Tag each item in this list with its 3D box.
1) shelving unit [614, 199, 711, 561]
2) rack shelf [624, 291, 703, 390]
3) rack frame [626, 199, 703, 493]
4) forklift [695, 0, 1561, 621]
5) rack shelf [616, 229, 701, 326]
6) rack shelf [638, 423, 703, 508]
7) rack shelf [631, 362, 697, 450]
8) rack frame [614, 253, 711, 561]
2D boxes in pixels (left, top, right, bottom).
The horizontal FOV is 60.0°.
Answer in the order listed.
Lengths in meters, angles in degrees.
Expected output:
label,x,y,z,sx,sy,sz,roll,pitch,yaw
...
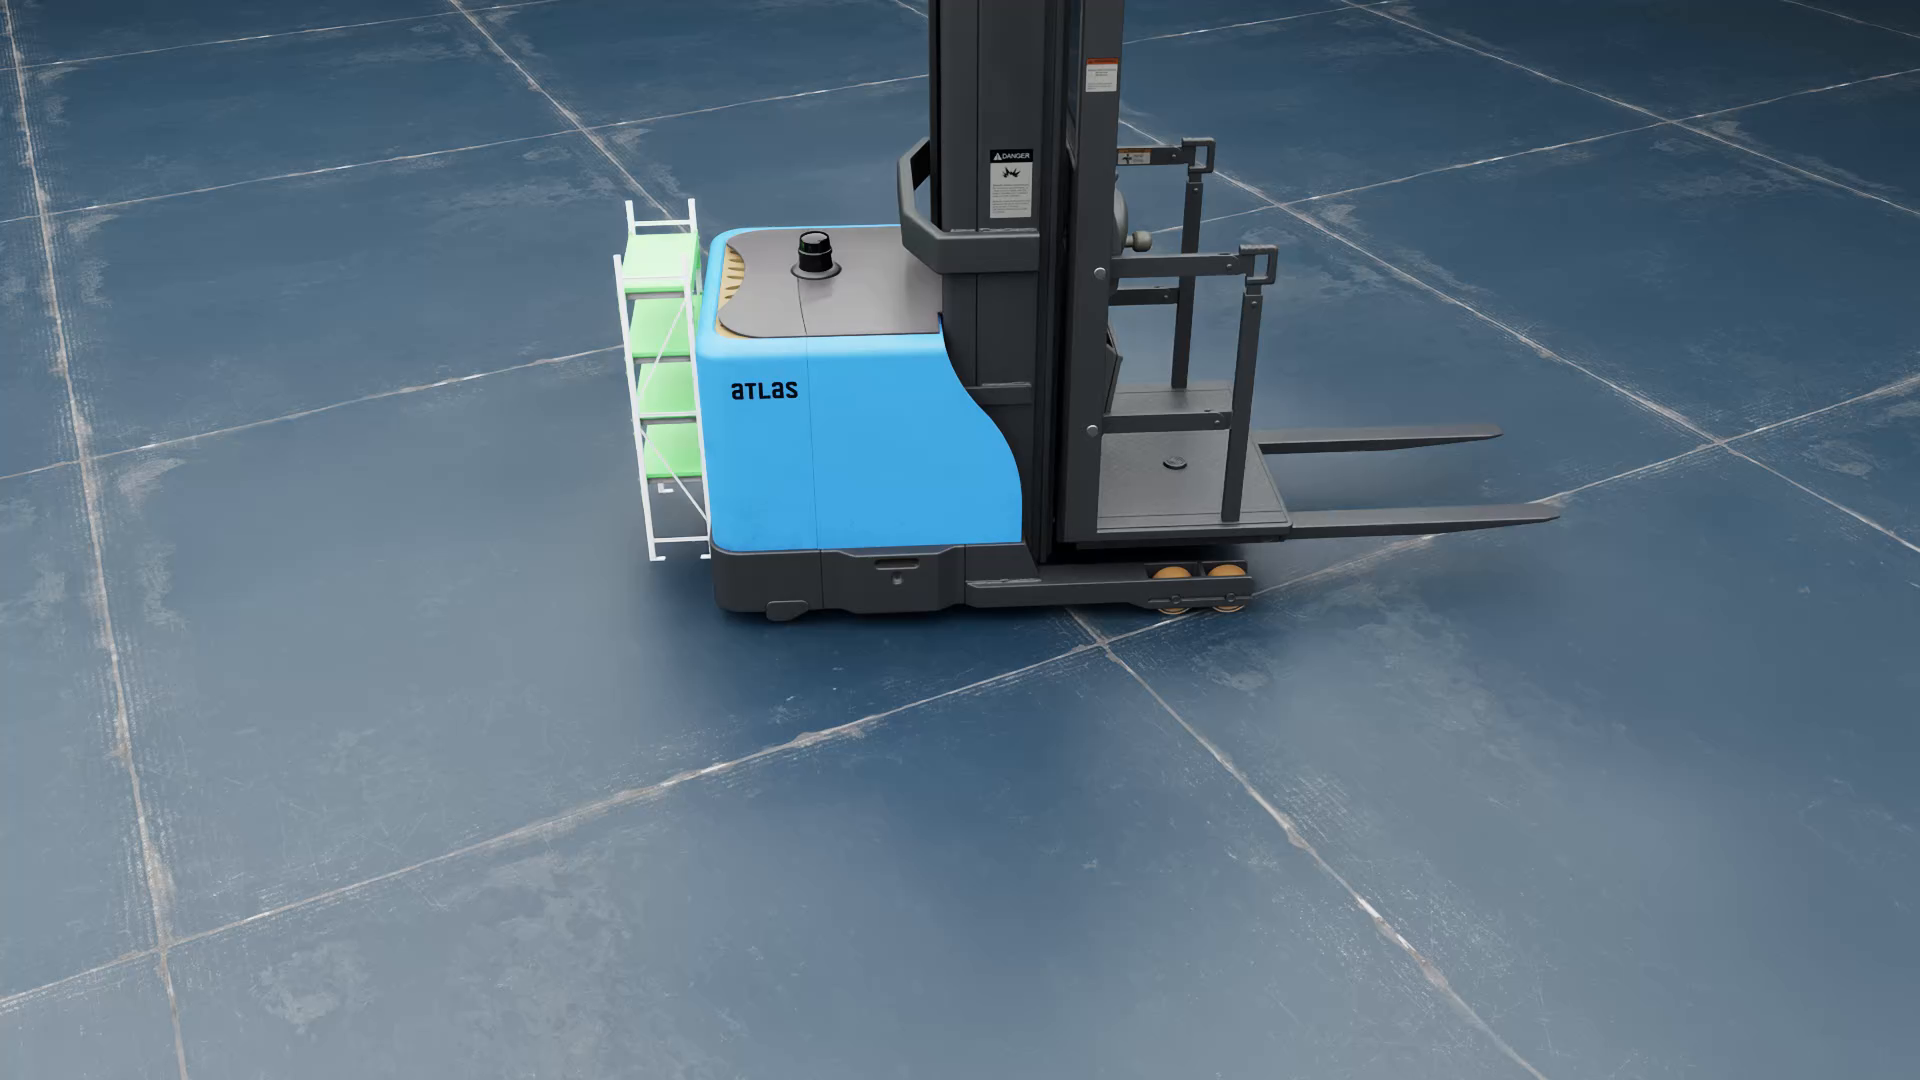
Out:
label,x,y,z,sx,sy,sz,roll,pitch,yaw
shelving unit,-1.044,-0.568,6.025,0.258,1.200,0.503,-3,33,-4
rack shelf,-1.044,-0.717,5.930,0.258,0.148,0.480,-3,33,-4
rack frame,-1.065,-0.700,6.230,0.240,1.200,0.015,-3,33,-4
forklift,0.627,-1.257,5.495,3.031,2.935,1.130,-2,33,-3
rack shelf,-1.044,-0.919,5.801,0.258,0.148,0.480,-3,33,-4
rack shelf,-1.044,-0.313,6.189,0.258,0.148,0.480,-3,33,-4
rack shelf,-1.044,-0.515,6.059,0.258,0.148,0.480,-3,33,-4
rack frame,-1.023,-0.437,5.820,0.240,1.200,0.015,-3,33,-4
